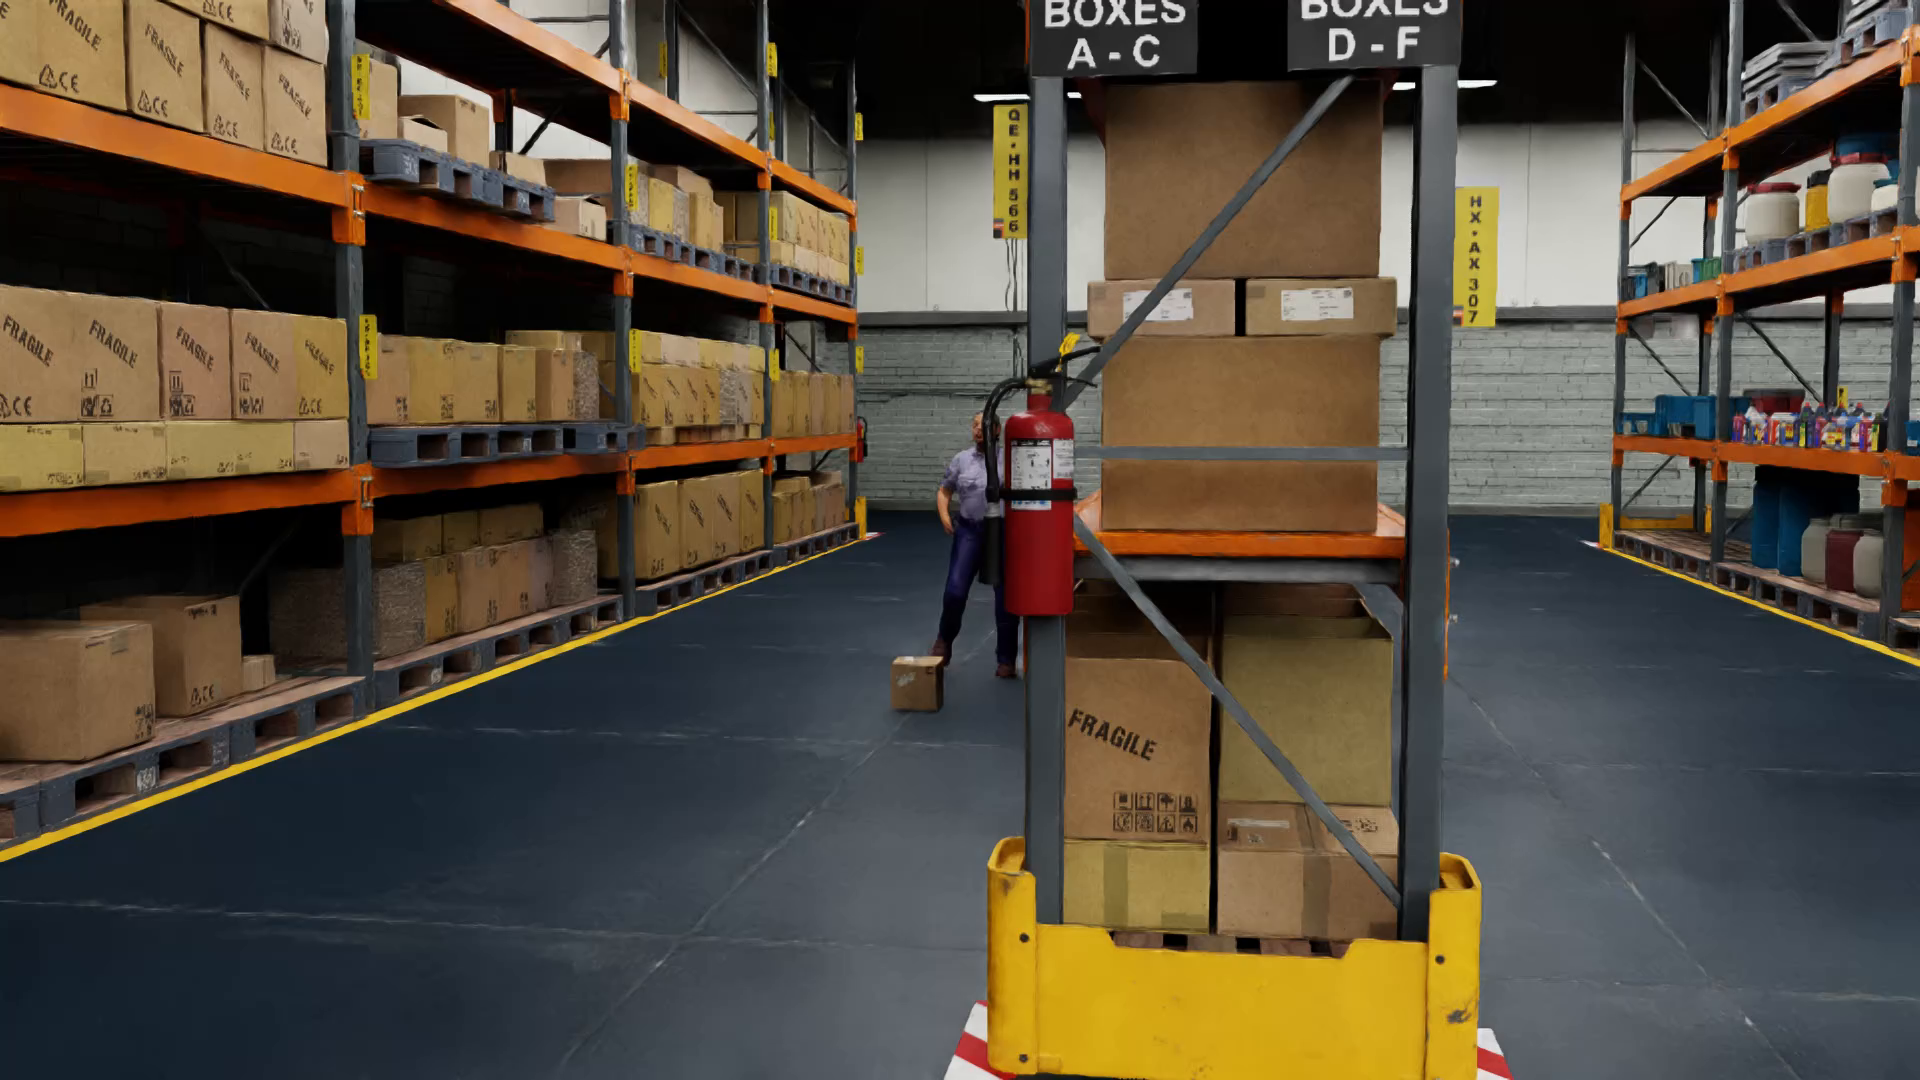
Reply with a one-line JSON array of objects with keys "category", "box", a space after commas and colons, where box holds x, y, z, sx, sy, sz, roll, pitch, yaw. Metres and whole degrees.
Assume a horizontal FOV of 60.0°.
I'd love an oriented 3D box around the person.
[{"category": "person", "box": [0.168, 0.020, 10.089, 0.708, 1.606, 0.471, 0, 5, 5]}]
